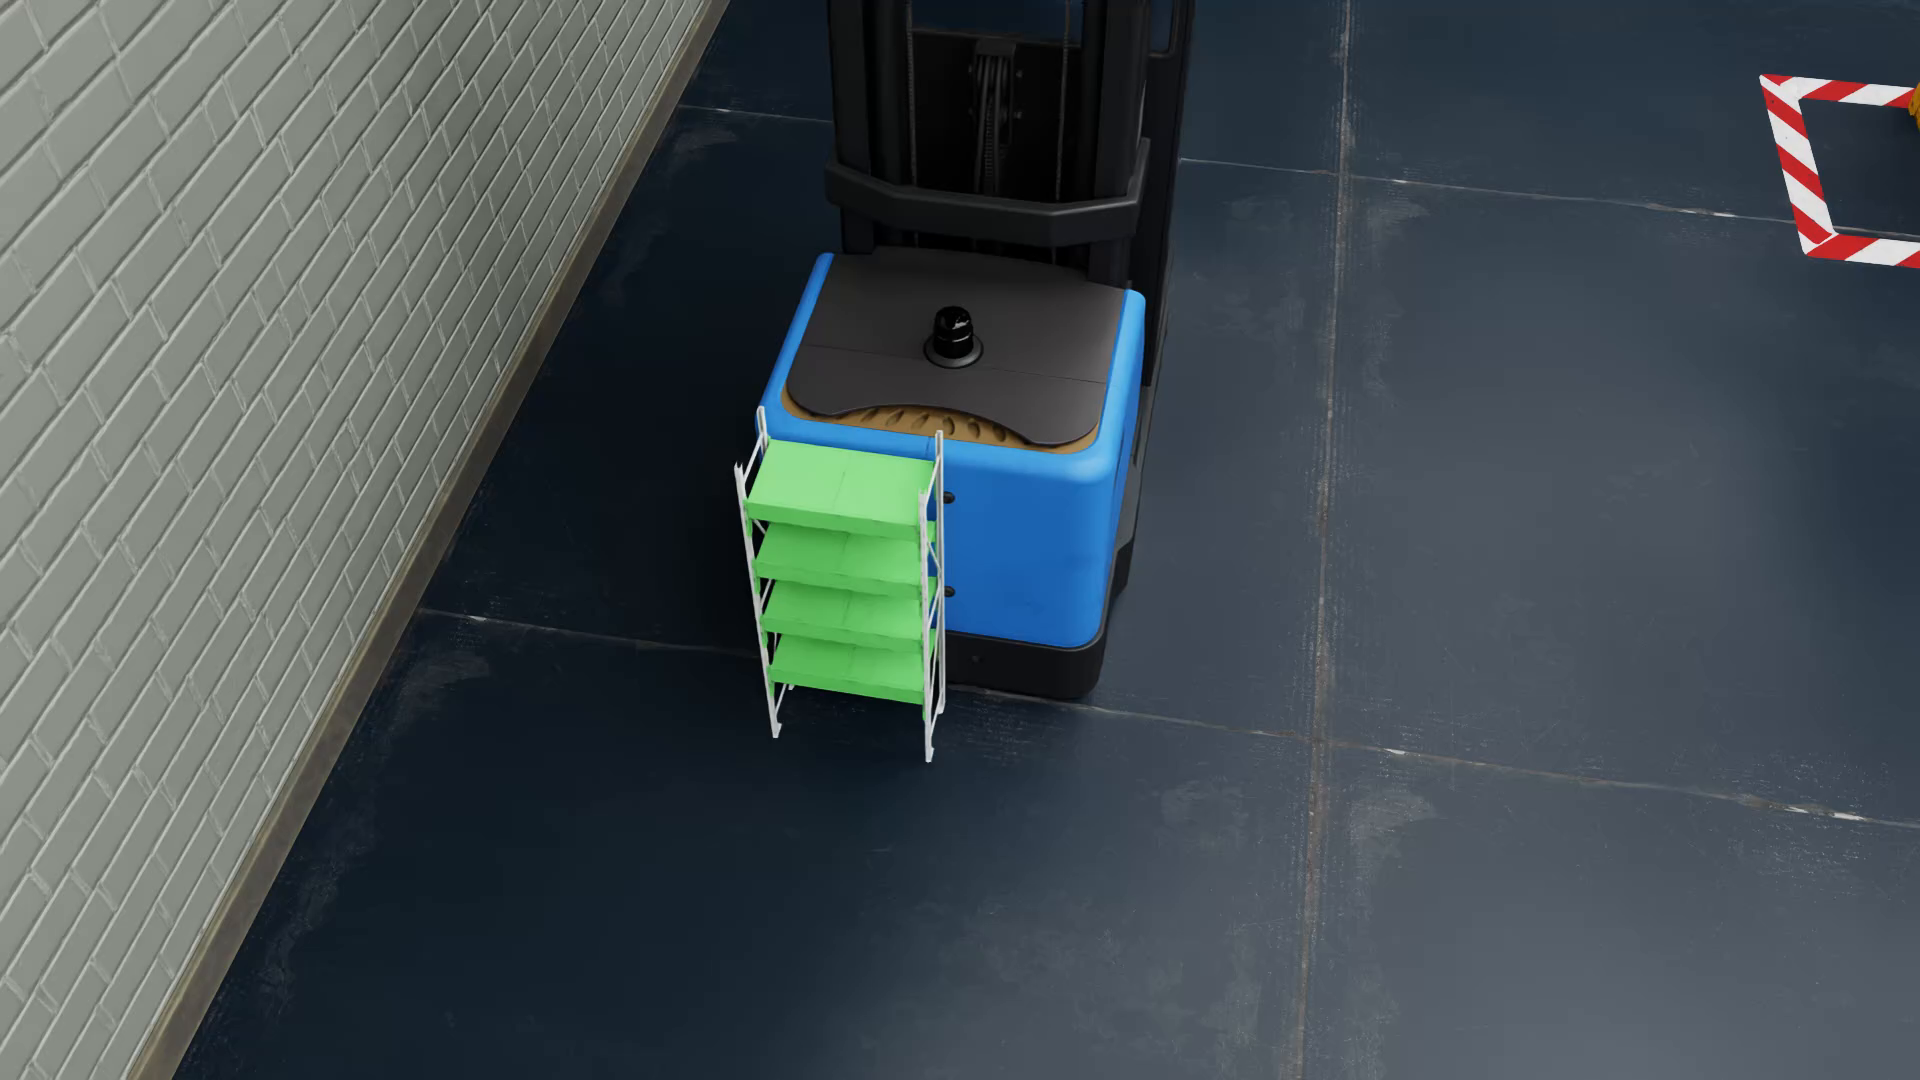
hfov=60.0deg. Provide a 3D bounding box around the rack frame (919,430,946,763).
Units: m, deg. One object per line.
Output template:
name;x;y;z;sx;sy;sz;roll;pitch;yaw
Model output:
rack frame;-0.076;0.199;4.764;0.015;1.200;0.240;8;49;7

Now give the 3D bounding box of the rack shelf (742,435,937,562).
rack shelf;-0.315;-0.113;4.486;0.480;0.148;0.258;8;49;7

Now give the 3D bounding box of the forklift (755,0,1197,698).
forklift;0.192;-1.601;5.218;1.130;2.935;3.031;8;49;7

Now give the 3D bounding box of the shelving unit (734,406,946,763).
shelving unit;-0.315;0.165;4.795;0.503;1.200;0.258;8;49;7

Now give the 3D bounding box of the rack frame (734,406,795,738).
rack frame;-0.555;0.130;4.826;0.015;1.200;0.240;8;49;7

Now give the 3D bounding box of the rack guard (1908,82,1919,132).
rack guard;4.354;-1.714;6.954;0.348;0.500;1.175;8;49;7

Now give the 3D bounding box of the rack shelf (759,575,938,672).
rack shelf;-0.315;0.207;4.843;0.480;0.148;0.258;8;49;7

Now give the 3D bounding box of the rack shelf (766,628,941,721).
rack shelf;-0.315;0.368;5.021;0.480;0.148;0.258;8;49;7

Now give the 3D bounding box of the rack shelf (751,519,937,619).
rack shelf;-0.315;0.047;4.664;0.480;0.148;0.258;8;49;7
